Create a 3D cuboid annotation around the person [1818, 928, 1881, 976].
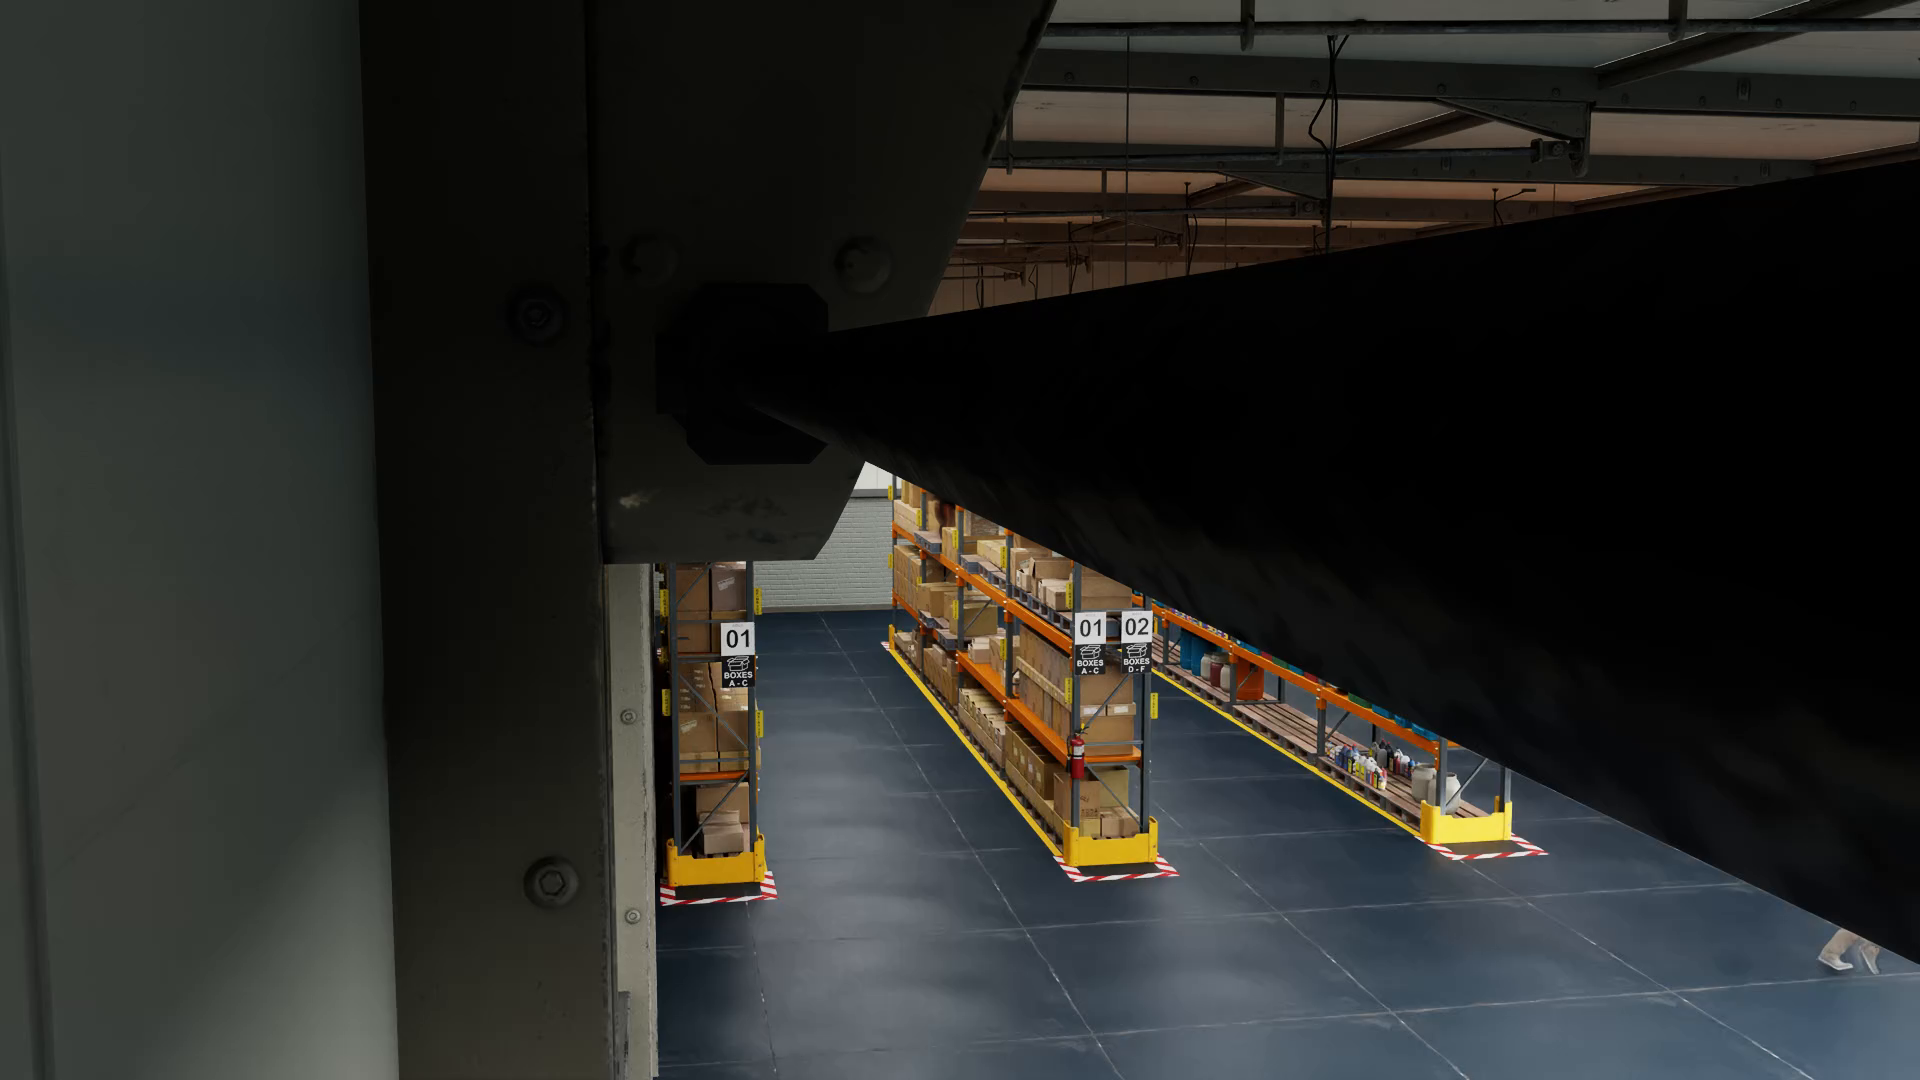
[{"bbox_3d":[9.331,3.640,17.098,0.836,1.730,0.692,2,7,20],"label":"person"}]
